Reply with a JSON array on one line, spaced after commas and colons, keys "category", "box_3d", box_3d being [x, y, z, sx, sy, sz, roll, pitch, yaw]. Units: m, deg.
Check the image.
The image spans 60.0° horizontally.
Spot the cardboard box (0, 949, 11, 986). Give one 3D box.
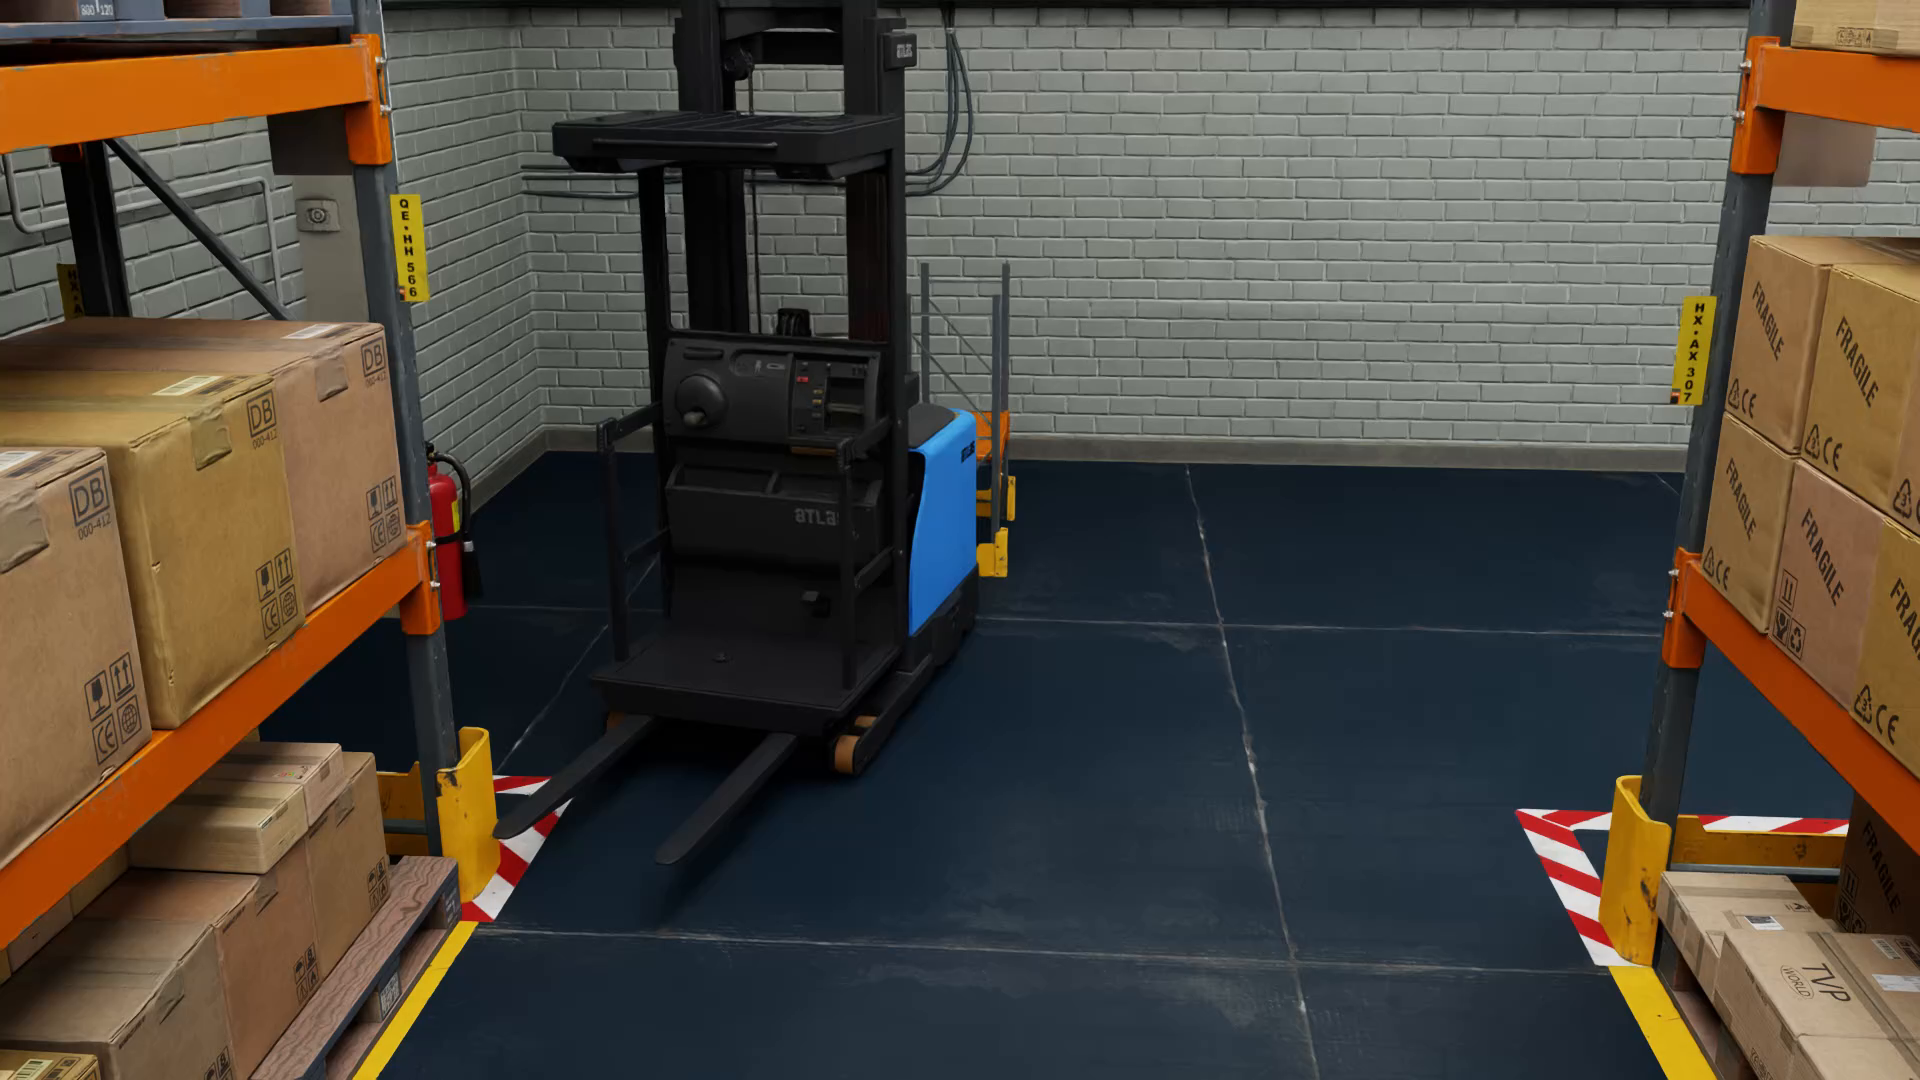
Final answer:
[{"category": "cardboard box", "box_3d": [-2.456, 1.005, 3.838, 0.380, 0.149, 0.250, 1, 18, 4]}]

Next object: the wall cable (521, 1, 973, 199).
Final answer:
[{"category": "wall cable", "box_3d": [-1.464, -3.370, 10.241, 3.097, 2.526, 0.112, 1, 18, 4]}]

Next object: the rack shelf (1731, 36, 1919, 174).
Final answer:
[{"category": "rack shelf", "box_3d": [2.572, -0.599, 2.771, 1.077, 0.370, 4.000, 1, 18, 4]}]

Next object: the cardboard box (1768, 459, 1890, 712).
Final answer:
[{"category": "cardboard box", "box_3d": [2.389, 0.109, 4.114, 0.500, 0.500, 0.500, 1, 18, 3]}]

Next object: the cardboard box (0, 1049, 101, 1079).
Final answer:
[{"category": "cardboard box", "box_3d": [-2.278, 1.440, 3.552, 0.700, 0.500, 0.500, 2, 18, 5]}]

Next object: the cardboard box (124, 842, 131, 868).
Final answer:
[{"category": "cardboard box", "box_3d": [-2.402, 0.768, 4.560, 0.380, 0.149, 0.250, 1, 18, 4]}]

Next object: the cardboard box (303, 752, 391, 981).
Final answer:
[{"category": "cardboard box", "box_3d": [-2.176, 0.962, 5.009, 0.700, 0.500, 0.500, 1, 18, 4]}]

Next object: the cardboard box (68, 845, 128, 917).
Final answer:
[{"category": "cardboard box", "box_3d": [-2.421, 0.846, 4.323, 0.380, 0.149, 0.250, 1, 18, 4]}]

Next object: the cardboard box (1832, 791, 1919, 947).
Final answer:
[{"category": "cardboard box", "box_3d": [2.922, 1.017, 4.810, 0.500, 0.500, 0.500, 1, 18, 4]}]

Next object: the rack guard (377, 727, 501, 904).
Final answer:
[{"category": "rack guard", "box_3d": [-2.224, 0.935, 5.767, 1.175, 0.500, 0.348, 1, 18, 4]}]

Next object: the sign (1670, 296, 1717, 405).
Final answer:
[{"category": "sign", "box_3d": [2.174, -0.560, 4.923, 0.100, 0.325, 0.005, 1, 18, 4]}]

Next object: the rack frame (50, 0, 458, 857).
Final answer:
[{"category": "rack frame", "box_3d": [-2.226, -0.246, 5.355, 1.000, 3.000, 0.127, 1, 18, 4]}]

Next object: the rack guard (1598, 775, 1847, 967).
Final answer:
[{"category": "rack guard", "box_3d": [2.710, 1.075, 5.339, 1.175, 0.500, 0.348, 1, 18, 4]}]

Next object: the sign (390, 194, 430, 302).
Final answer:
[{"category": "sign", "box_3d": [-1.686, -0.892, 5.088, 0.100, 0.325, 0.005, 1, 18, 4]}]

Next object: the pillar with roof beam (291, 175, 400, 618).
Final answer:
[{"category": "pillar with roof beam", "box_3d": [1.399, -3.858, 6.746, 9.100, 9.000, 0.400, 1, 18, 4]}]

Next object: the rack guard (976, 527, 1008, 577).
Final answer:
[{"category": "rack guard", "box_3d": [-0.041, 0.060, 8.840, 0.587, 0.250, 0.087, 1, 18, 4]}]

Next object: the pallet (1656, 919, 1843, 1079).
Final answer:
[{"category": "pallet", "box_3d": [2.654, 1.460, 4.628, 1.003, 0.211, 1.213, 1, 18, 4]}]

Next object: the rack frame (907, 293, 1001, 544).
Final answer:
[{"category": "rack frame", "box_3d": [-0.043, -0.528, 8.627, 0.500, 1.500, 0.032, 1, 18, 4]}]

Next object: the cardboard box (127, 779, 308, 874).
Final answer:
[{"category": "cardboard box", "box_3d": [-2.021, 0.777, 4.531, 0.380, 0.149, 0.250, 2, 18, 5]}]

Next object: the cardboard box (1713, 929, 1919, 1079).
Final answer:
[{"category": "cardboard box", "box_3d": [2.358, 1.279, 4.411, 0.500, 0.250, 0.500, 1, 18, 4]}]

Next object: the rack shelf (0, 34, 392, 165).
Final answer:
[{"category": "rack shelf", "box_3d": [-2.369, -0.708, 3.105, 1.077, 0.370, 4.000, 1, 18, 4]}]

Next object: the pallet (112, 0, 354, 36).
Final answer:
[{"category": "pallet", "box_3d": [-2.269, -1.398, 4.198, 1.003, 0.211, 1.213, 1, 18, 4]}]

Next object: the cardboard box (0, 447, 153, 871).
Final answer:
[{"category": "cardboard box", "box_3d": [-2.357, 0.233, 3.412, 0.980, 0.700, 0.700, 0, 18, 1]}]

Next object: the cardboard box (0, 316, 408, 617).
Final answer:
[{"category": "cardboard box", "box_3d": [-2.252, -0.230, 4.825, 0.980, 0.700, 0.700, 2, 18, 6]}]

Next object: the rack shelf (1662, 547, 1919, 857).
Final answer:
[{"category": "rack shelf", "box_3d": [2.572, 0.827, 3.238, 1.077, 0.370, 4.000, 1, 18, 4]}]

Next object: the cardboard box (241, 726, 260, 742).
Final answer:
[{"category": "cardboard box", "box_3d": [-2.367, 0.611, 5.040, 0.380, 0.149, 0.250, 1, 18, 4]}]

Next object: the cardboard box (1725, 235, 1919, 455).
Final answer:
[{"category": "cardboard box", "box_3d": [2.420, -0.527, 4.447, 0.500, 0.500, 0.500, 2, 18, 6]}]

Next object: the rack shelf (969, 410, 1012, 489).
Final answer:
[{"category": "rack shelf", "box_3d": [-0.006, -0.515, 9.165, 0.538, 0.185, 1.000, 1, 18, 4]}]

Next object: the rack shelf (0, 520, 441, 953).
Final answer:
[{"category": "rack shelf", "box_3d": [-2.369, 0.717, 3.572, 1.077, 0.370, 4.000, 1, 18, 4]}]

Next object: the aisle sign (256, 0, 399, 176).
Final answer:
[{"category": "aisle sign", "box_3d": [-1.922, -1.497, 4.998, 0.394, 0.787, 0.004, 1, 18, 4]}]

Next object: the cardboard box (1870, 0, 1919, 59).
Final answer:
[{"category": "cardboard box", "box_3d": [2.376, -1.181, 3.635, 0.500, 0.250, 0.500, 1, 18, 4]}]

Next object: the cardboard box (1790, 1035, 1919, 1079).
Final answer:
[{"category": "cardboard box", "box_3d": [2.322, 1.435, 3.937, 0.500, 0.250, 0.500, 1, 18, 4]}]

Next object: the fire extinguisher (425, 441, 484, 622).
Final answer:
[{"category": "fire extinguisher", "box_3d": [-1.755, -0.068, 5.537, 0.296, 0.674, 0.183, 1, 18, 4]}]

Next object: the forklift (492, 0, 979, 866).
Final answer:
[{"category": "forklift", "box_3d": [-0.827, -0.597, 6.537, 1.130, 2.935, 3.031, 5, 19, 16]}]

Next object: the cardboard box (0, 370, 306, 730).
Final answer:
[{"category": "cardboard box", "box_3d": [-2.294, -0.003, 4.134, 0.980, 0.700, 0.700, 1, 18, 3]}]

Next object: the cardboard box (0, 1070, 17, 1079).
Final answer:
[{"category": "cardboard box", "box_3d": [-2.113, 1.182, 3.296, 0.380, 0.149, 0.250, 1, 18, 2]}]

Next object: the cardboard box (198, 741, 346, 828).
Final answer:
[{"category": "cardboard box", "box_3d": [-2.004, 0.698, 4.774, 0.380, 0.149, 0.250, 1, 18, 3]}]

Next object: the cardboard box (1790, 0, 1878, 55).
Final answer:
[{"category": "cardboard box", "box_3d": [2.425, -1.336, 4.108, 0.500, 0.250, 0.500, 1, 18, 4]}]

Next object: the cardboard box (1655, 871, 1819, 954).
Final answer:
[{"category": "cardboard box", "box_3d": [2.342, 1.132, 5.023, 0.380, 0.149, 0.250, 1, 18, 4]}]

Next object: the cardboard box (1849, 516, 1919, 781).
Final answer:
[{"category": "cardboard box", "box_3d": [2.350, 0.264, 3.638, 0.500, 0.500, 0.500, 1, 18, 4]}]

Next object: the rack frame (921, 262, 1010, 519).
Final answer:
[{"category": "rack frame", "box_3d": [0.030, -0.844, 9.590, 0.500, 1.500, 0.032, 1, 18, 4]}]

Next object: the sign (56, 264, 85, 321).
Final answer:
[{"category": "sign", "box_3d": [-2.779, -0.709, 5.252, 0.100, 0.325, 0.005, 1, 18, 4]}]

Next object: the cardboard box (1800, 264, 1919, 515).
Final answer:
[{"category": "cardboard box", "box_3d": [2.391, -0.364, 3.951, 0.500, 0.500, 0.500, 1, 18, 4]}]

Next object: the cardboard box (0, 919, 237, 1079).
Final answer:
[{"category": "cardboard box", "box_3d": [-2.248, 1.274, 4.058, 0.700, 0.500, 0.500, 1, 18, 2]}]

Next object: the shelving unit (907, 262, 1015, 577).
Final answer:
[{"category": "shelving unit", "box_3d": [-0.005, -0.689, 9.117, 0.587, 1.500, 1.083, 1, 18, 4]}]

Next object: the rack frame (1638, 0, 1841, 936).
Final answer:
[{"category": "rack frame", "box_3d": [2.715, -0.136, 5.021, 1.000, 3.000, 0.127, 1, 18, 4]}]

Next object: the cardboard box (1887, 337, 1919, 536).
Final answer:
[{"category": "cardboard box", "box_3d": [2.350, -0.209, 3.478, 0.500, 0.500, 0.500, 2, 18, 5]}]

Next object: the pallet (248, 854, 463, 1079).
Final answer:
[{"category": "pallet", "box_3d": [-2.205, 1.330, 5.026, 1.003, 0.211, 1.213, 1, 18, 4]}]

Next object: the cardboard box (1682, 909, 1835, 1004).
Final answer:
[{"category": "cardboard box", "box_3d": [2.325, 1.201, 4.784, 0.380, 0.166, 0.250, 1, 18, 4]}]

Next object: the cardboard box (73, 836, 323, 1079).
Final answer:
[{"category": "cardboard box", "box_3d": [-2.212, 1.118, 4.535, 0.700, 0.500, 0.500, 1, 18, 4]}]

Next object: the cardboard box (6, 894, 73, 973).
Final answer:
[{"category": "cardboard box", "box_3d": [-2.438, 0.925, 4.081, 0.380, 0.149, 0.250, 2, 18, 5]}]

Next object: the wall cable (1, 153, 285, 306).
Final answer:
[{"category": "wall cable", "box_3d": [-3.078, -1.147, 6.475, 0.084, 1.984, 1.851, 1, 18, 4]}]

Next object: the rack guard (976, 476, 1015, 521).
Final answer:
[{"category": "rack guard", "box_3d": [0.030, -0.250, 9.784, 0.587, 0.250, 0.087, 1, 18, 4]}]

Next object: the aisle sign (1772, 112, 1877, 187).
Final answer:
[{"category": "aisle sign", "box_3d": [2.427, -1.399, 4.701, 0.394, 0.787, 0.004, 1, 18, 4]}]

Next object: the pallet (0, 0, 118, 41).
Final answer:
[{"category": "pallet", "box_3d": [-2.353, -1.018, 3.039, 1.003, 0.211, 1.213, 1, 18, 4]}]

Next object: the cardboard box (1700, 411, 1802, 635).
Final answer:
[{"category": "cardboard box", "box_3d": [2.420, -0.052, 4.603, 0.500, 0.500, 0.500, 2, 18, 5]}]
